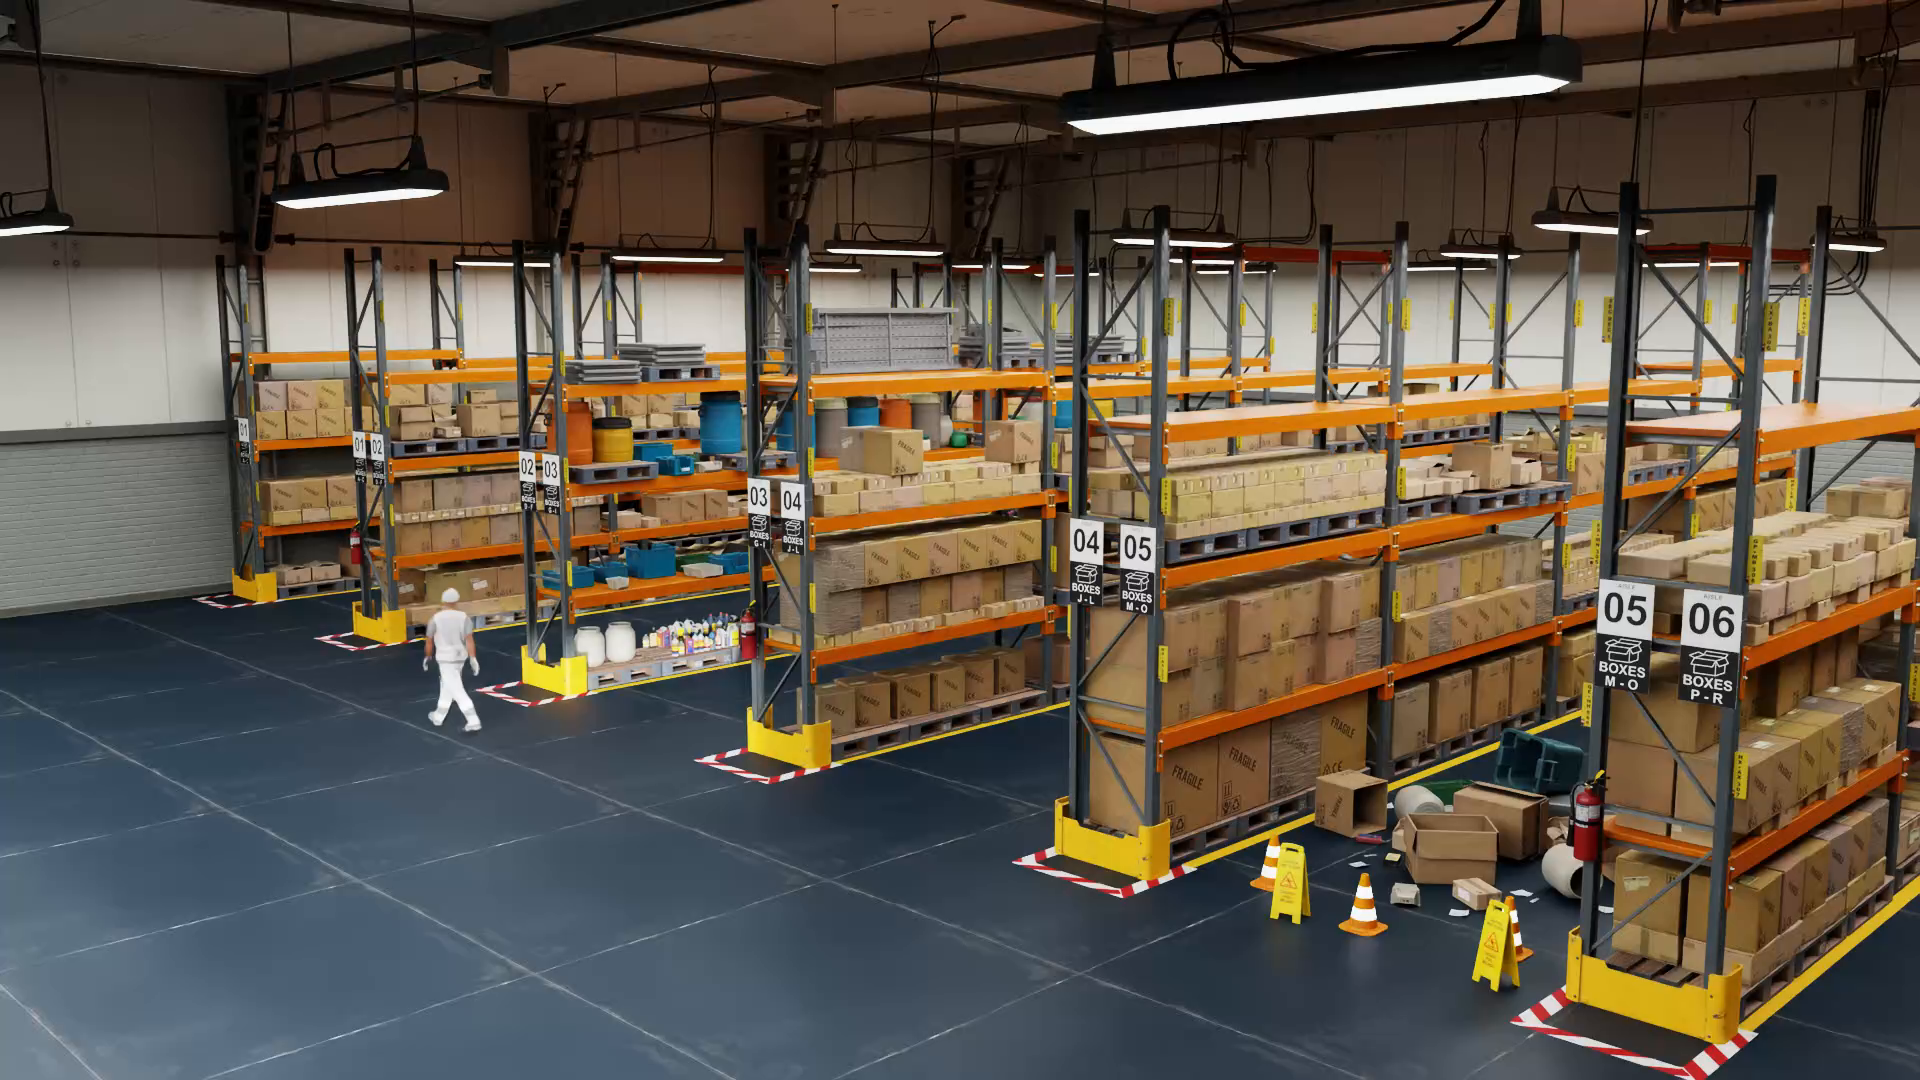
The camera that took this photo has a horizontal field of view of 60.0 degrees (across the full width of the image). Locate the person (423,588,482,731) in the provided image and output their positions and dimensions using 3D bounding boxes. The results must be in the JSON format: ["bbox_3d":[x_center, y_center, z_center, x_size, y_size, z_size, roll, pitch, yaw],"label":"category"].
[{"bbox_3d":[-6.192,1.450,20.170,1.053,1.749,0.480,4,9,24],"label":"person"}]

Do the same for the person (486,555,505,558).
[{"bbox_3d":[-8.293,0.160,29.610,0.509,1.712,0.456,-4,9,-27],"label":"person"}]

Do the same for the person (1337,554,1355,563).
[{"bbox_3d":[5.451,1.028,23.553,0.406,1.695,0.531,0,8,2],"label":"person"}]
